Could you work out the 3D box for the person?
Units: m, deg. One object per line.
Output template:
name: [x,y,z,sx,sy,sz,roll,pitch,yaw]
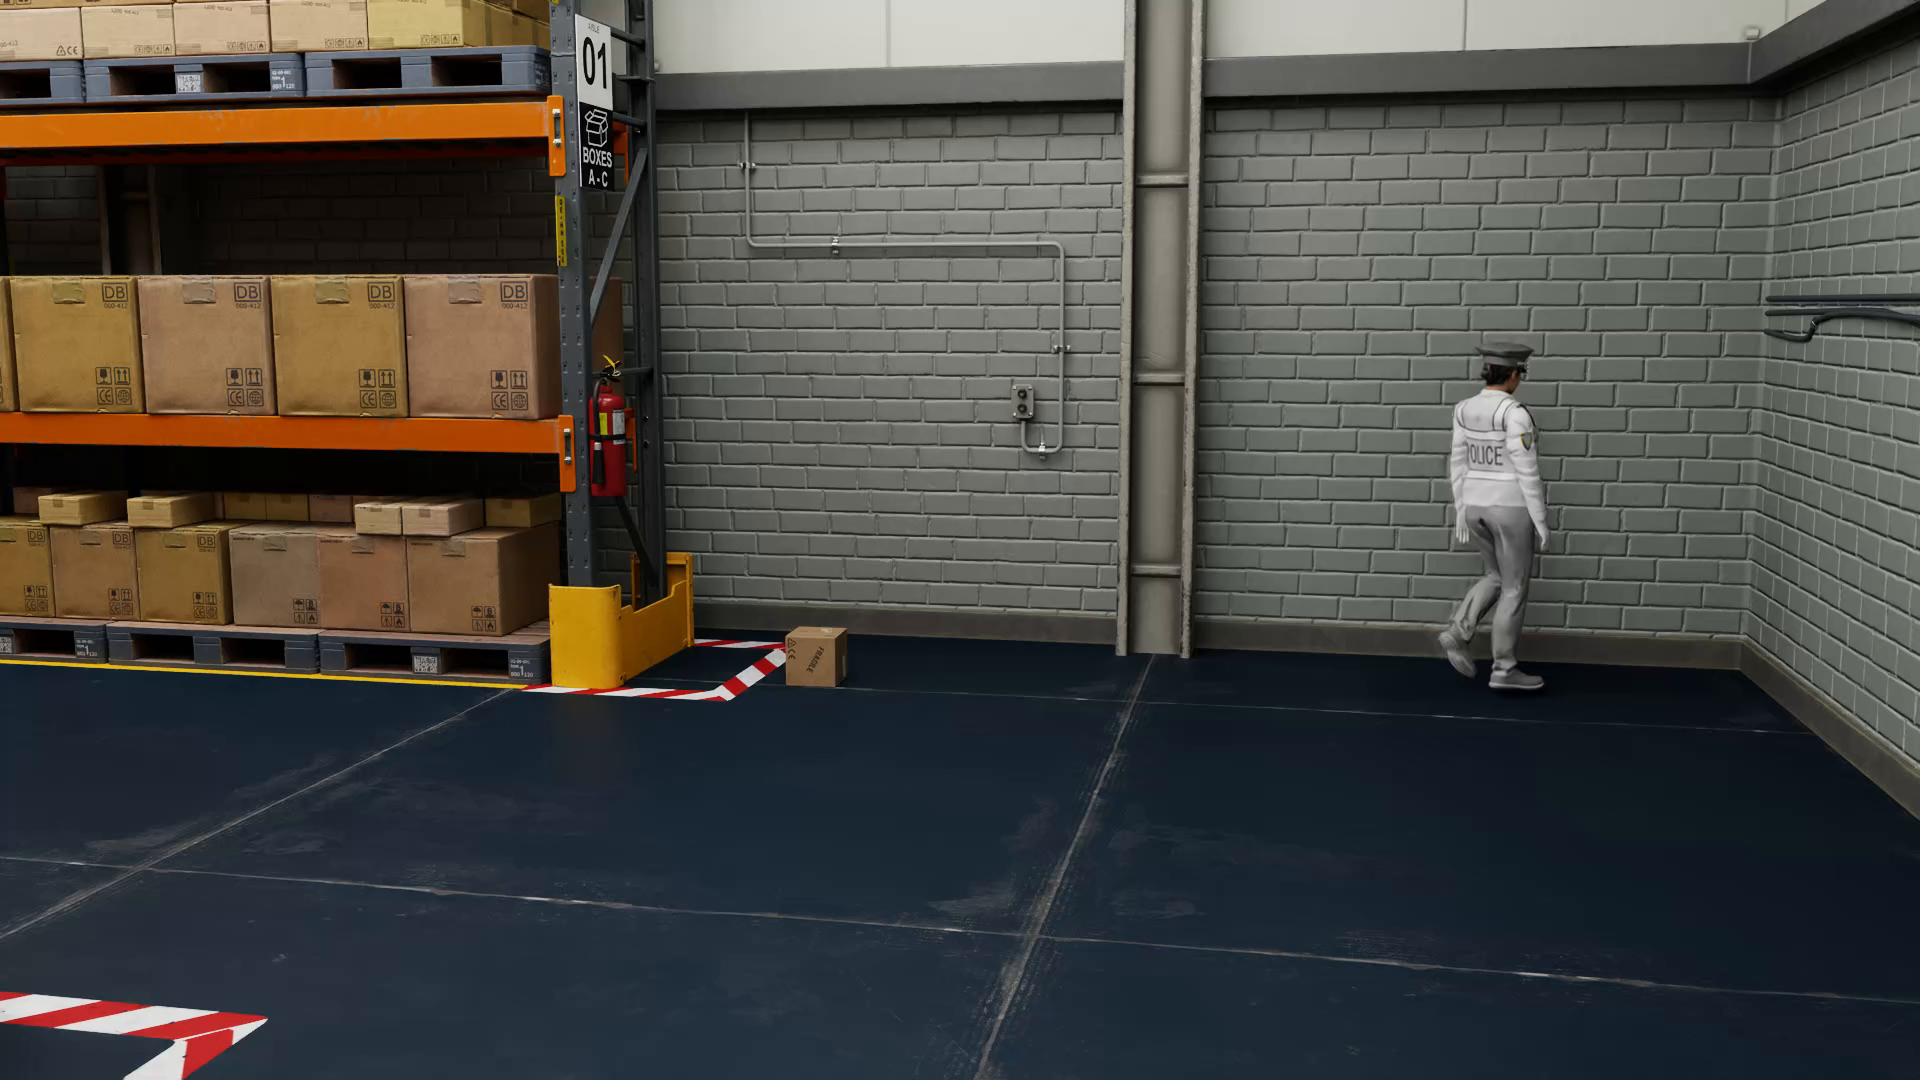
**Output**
person: [2.577,-0.113,7.958,0.449,1.663,0.500,-3,9,-22]
